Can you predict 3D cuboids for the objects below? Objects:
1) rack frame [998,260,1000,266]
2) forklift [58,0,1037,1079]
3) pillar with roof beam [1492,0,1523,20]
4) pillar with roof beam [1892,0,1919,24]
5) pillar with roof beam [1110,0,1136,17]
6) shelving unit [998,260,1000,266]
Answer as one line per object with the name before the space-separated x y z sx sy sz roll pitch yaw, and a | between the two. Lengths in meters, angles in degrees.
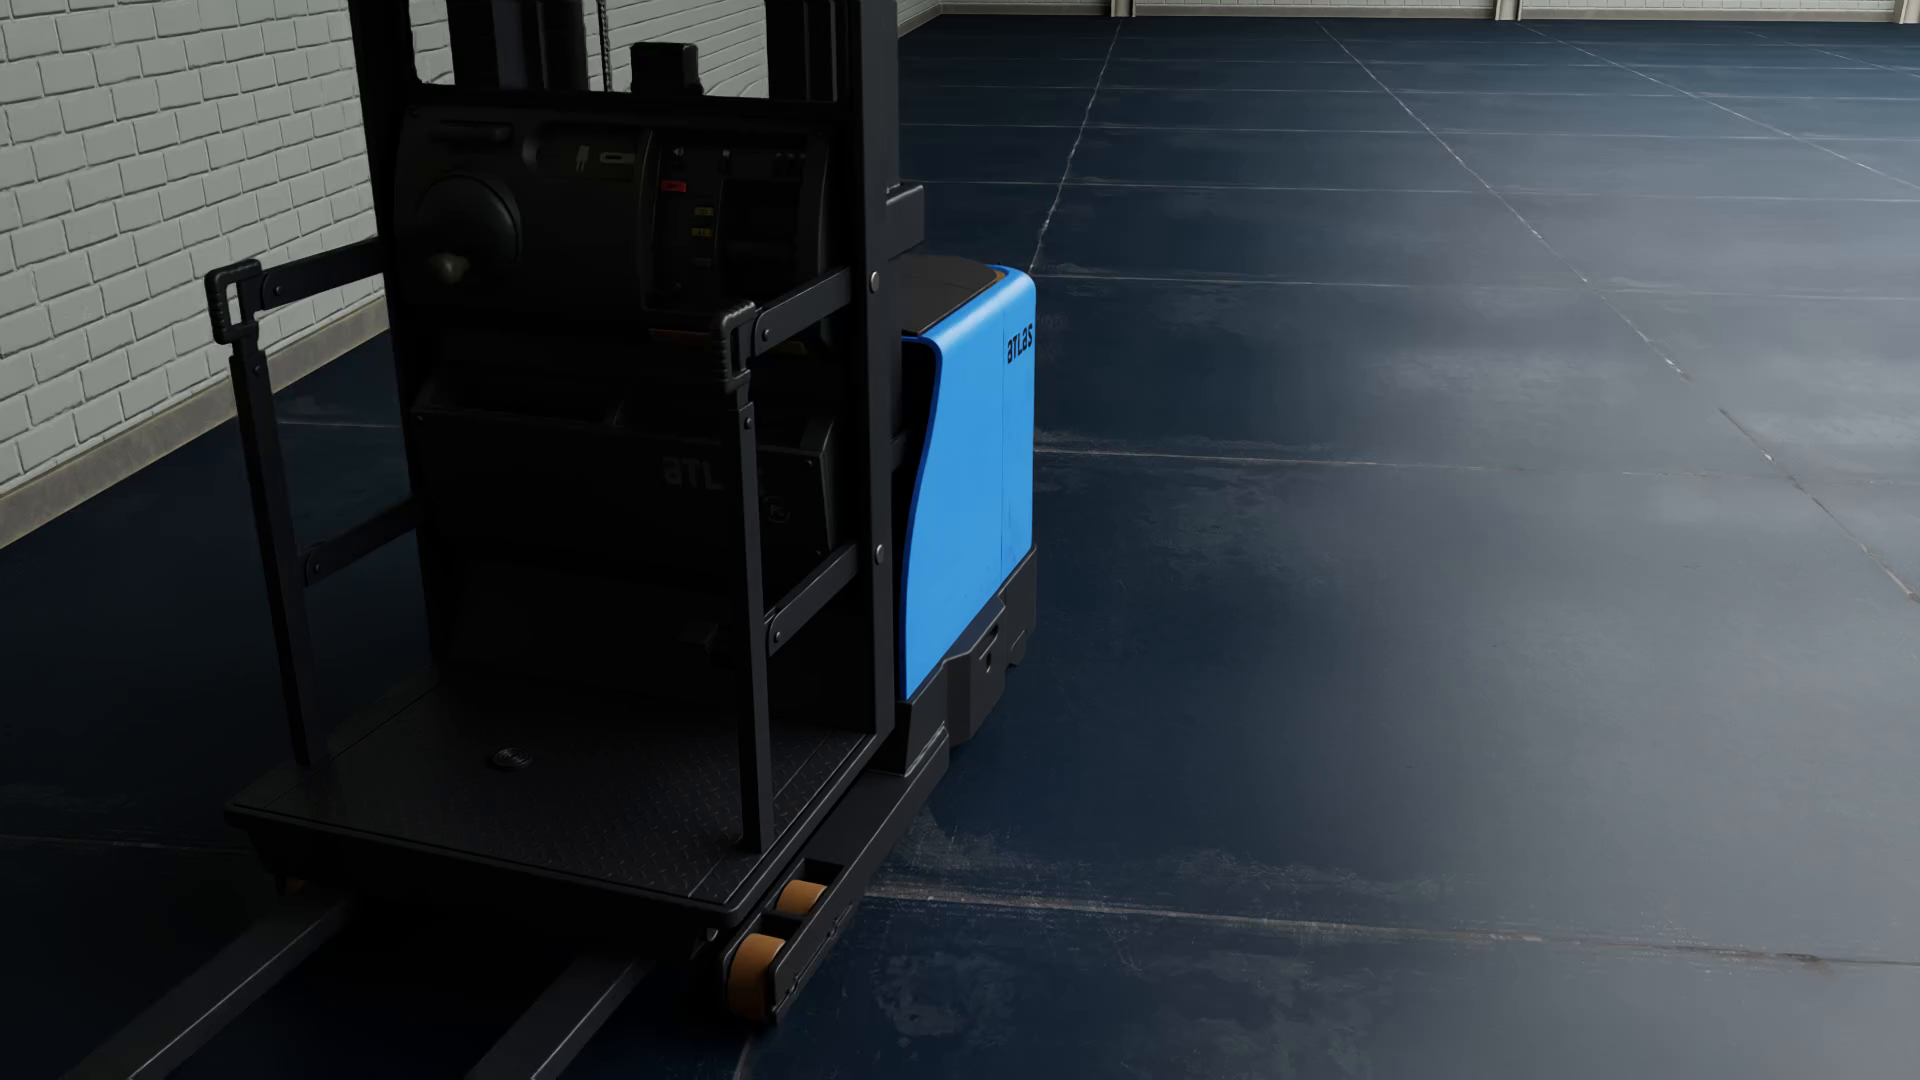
rack frame | 0.109 -0.414 5.262 0.006 0.900 0.240 2 22 6
forklift | -0.750 -0.620 3.021 1.130 2.935 3.031 7 23 18
pillar with roof beam | 8.083 -10.802 20.523 0.400 9.000 9.100 2 22 6
pillar with roof beam | 14.041 -10.542 19.866 0.400 9.000 9.100 2 22 6
pillar with roof beam | 2.124 -11.062 21.179 0.400 9.000 9.100 2 22 6
shelving unit | 0.008 -0.418 5.273 0.210 0.900 0.258 2 22 6
